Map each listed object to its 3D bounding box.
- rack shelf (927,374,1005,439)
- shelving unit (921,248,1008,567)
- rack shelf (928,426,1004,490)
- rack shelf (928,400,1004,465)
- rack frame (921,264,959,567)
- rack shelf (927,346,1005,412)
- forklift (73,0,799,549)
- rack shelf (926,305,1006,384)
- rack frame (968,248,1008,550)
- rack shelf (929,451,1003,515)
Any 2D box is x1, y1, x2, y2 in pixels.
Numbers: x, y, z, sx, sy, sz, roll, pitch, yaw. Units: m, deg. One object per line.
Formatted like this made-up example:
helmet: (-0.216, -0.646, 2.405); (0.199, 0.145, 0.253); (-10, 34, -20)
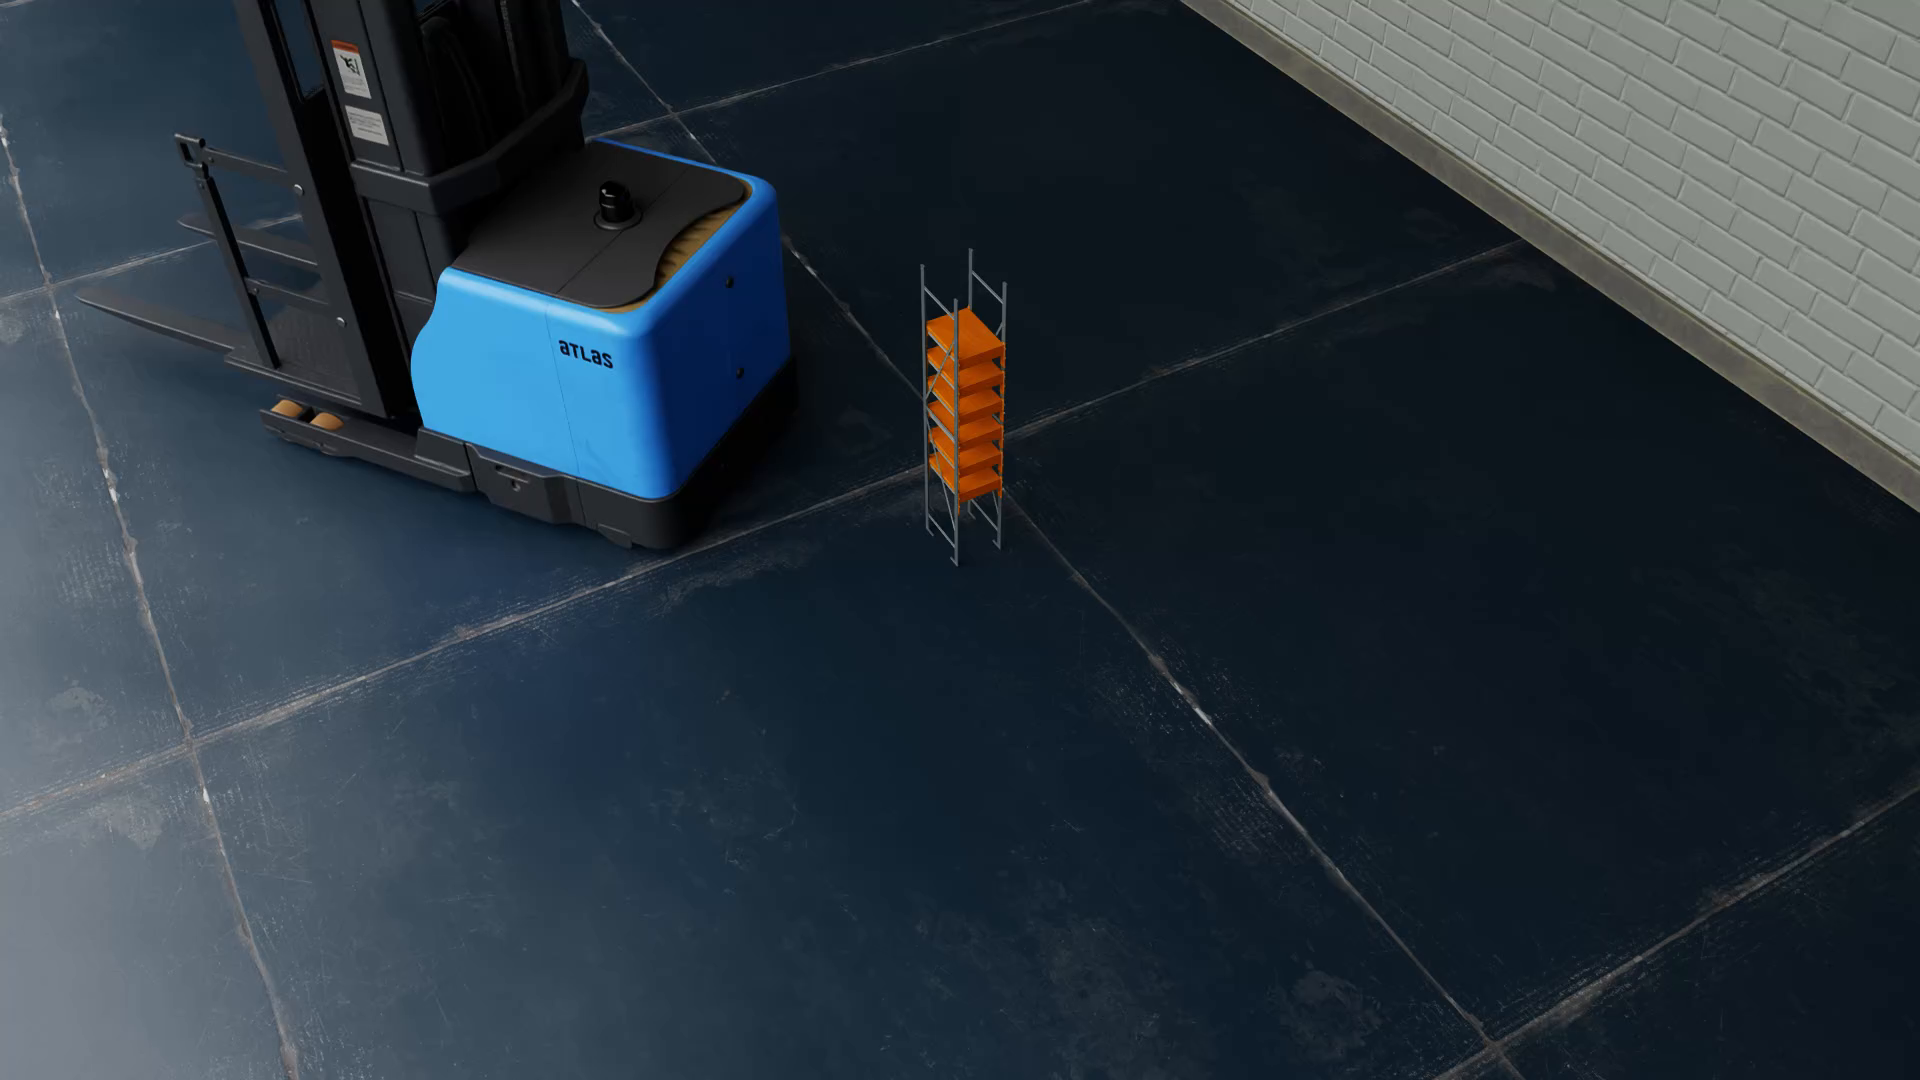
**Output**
rack shelf: (0.013, -0.490, 5.785); (0.180, 0.103, 0.258); (-22, 48, -21)
shelving unit: (0.013, -0.436, 5.837); (0.189, 1.200, 0.258); (-22, 48, -21)
rack shelf: (0.013, -0.318, 5.952); (0.180, 0.103, 0.258); (-22, 48, -21)
rack shelf: (0.013, -0.404, 5.868); (0.180, 0.103, 0.258); (-22, 48, -21)
rack frame: (-0.067, -0.404, 5.805); (0.006, 1.200, 0.240); (-22, 48, -21)
rack shelf: (0.013, -0.576, 5.701); (0.180, 0.103, 0.258); (-22, 48, -21)
forklift: (-2.215, -1.706, 5.903); (3.031, 2.935, 1.130); (17, 47, 17)
rack shelf: (0.013, -0.662, 5.618); (0.180, 0.103, 0.258); (-22, 48, -21)
rack frame: (0.092, -0.467, 5.870); (0.006, 1.200, 0.240); (-22, 48, -21)
rack shelf: (0.013, -0.231, 6.035); (0.180, 0.103, 0.258); (-22, 48, -21)
